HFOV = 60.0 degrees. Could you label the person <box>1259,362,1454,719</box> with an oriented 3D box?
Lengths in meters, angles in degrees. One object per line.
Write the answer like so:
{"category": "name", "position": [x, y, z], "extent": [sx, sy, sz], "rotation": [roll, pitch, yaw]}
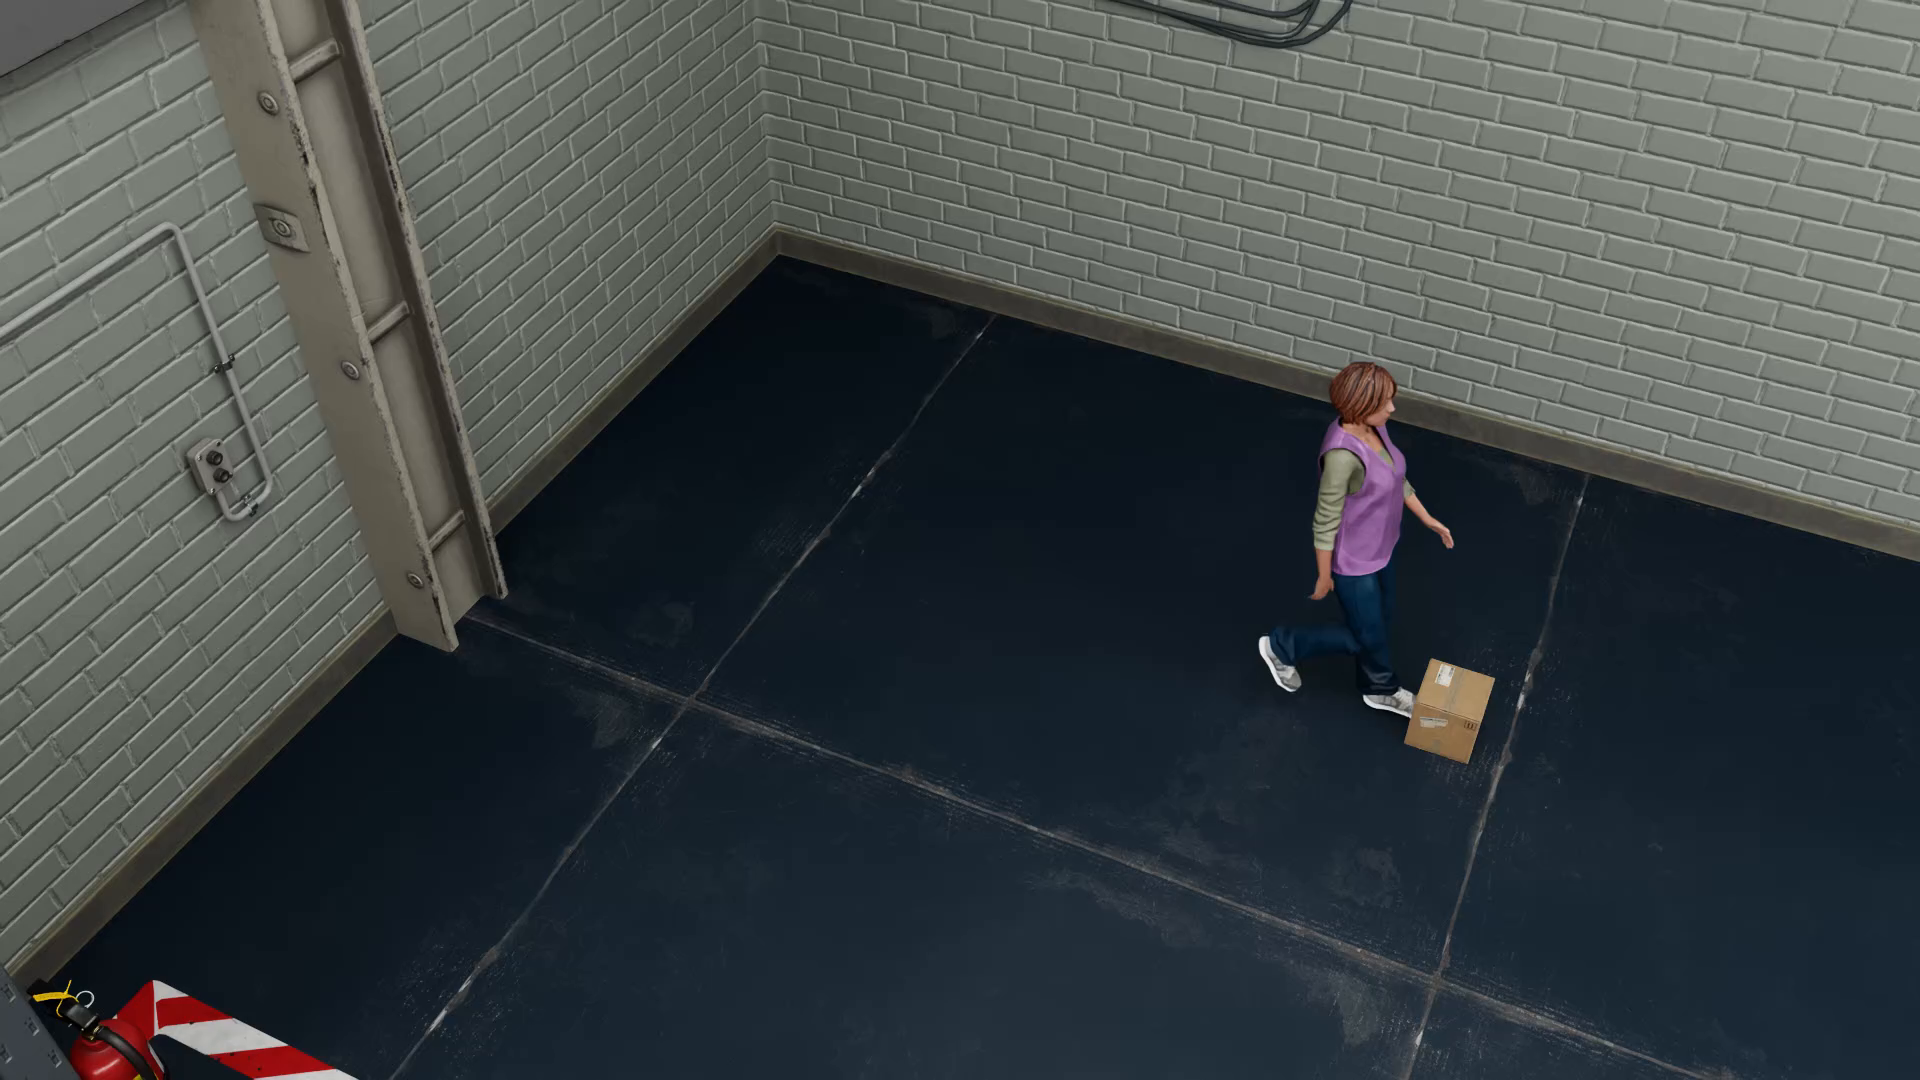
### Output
{"category": "person", "position": [1.524, 0.054, 6.116], "extent": [0.697, 1.559, 0.473], "rotation": [18, 46, 19]}
